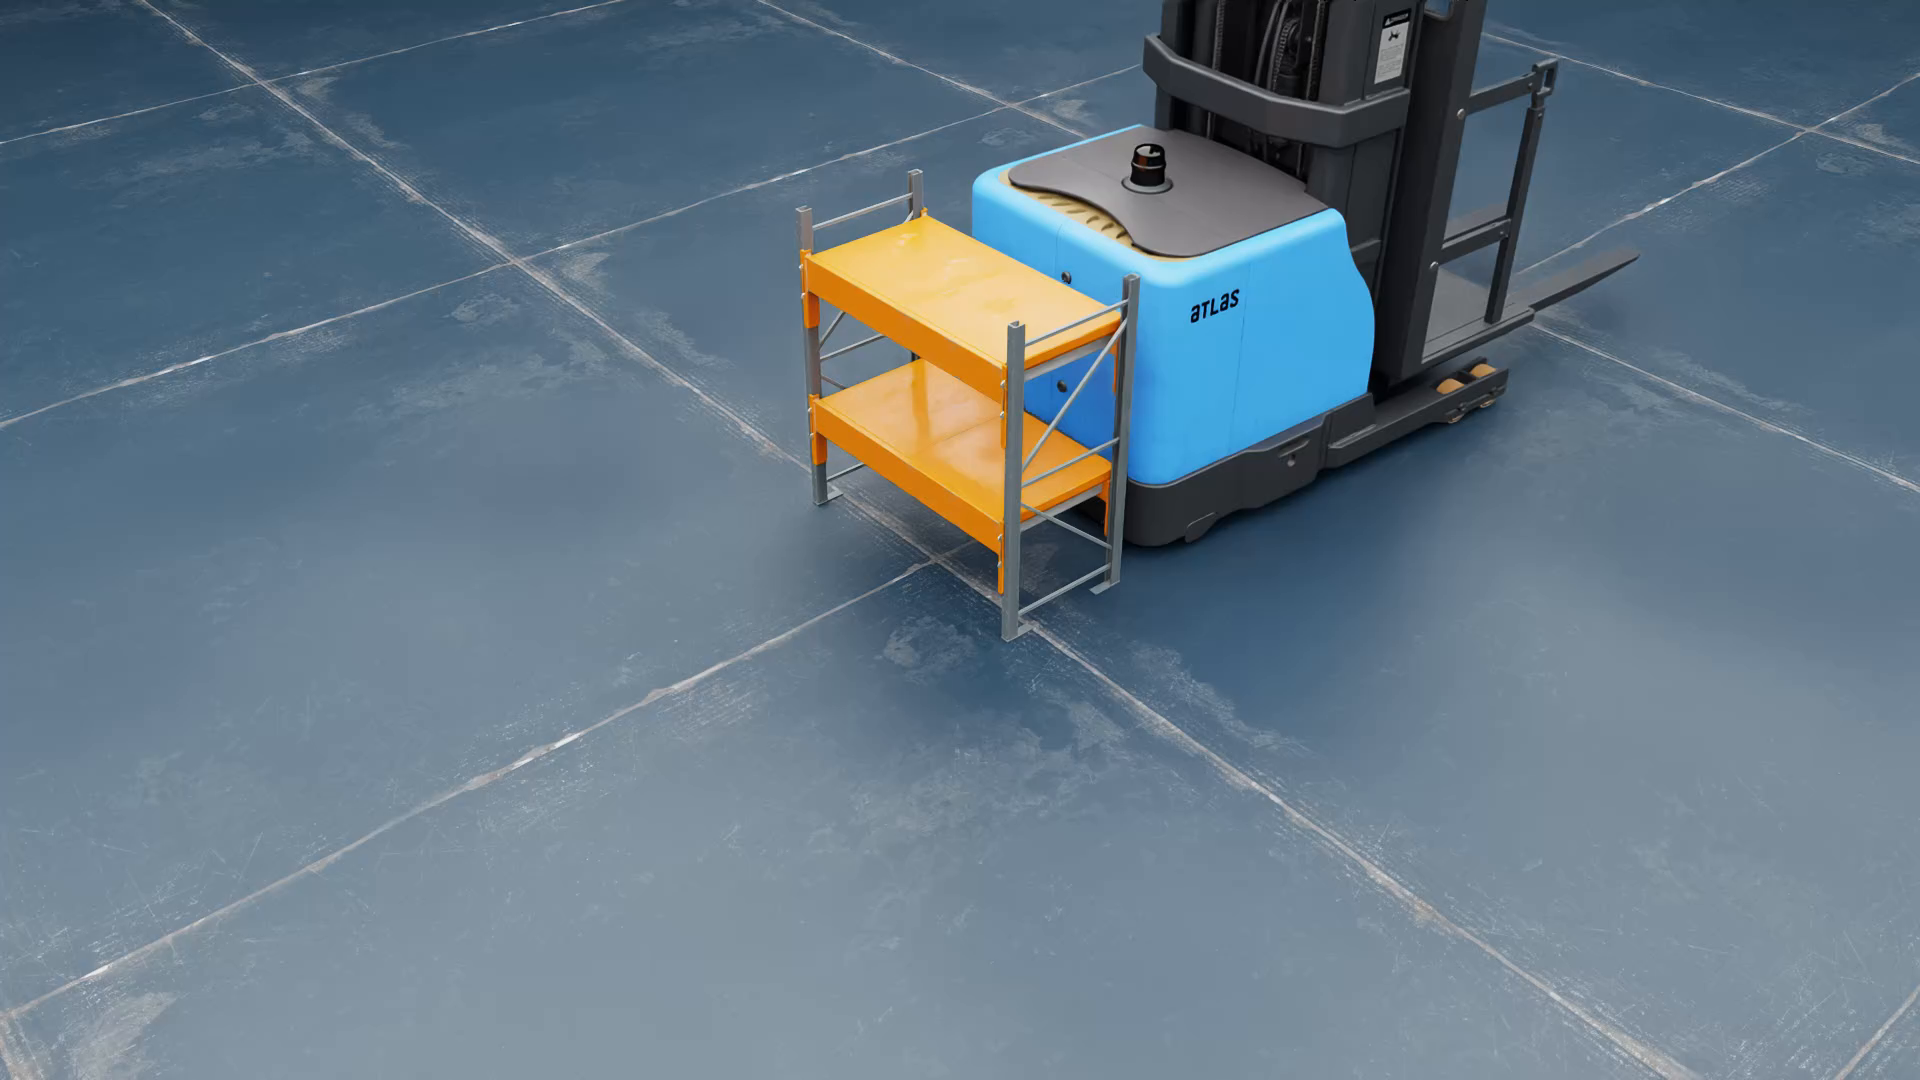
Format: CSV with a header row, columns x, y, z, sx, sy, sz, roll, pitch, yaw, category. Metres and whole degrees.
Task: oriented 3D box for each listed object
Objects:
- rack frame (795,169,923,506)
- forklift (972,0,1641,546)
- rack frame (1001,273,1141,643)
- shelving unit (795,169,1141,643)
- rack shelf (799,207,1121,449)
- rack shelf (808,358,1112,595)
x,y,z,sx,sy,sz,roll,pitch,yaw,category
-0.324,-0.680,5.738,0.500,1.125,0.032,-26,43,-32,rack frame
1.505,-1.863,5.845,3.031,2.935,1.130,-24,42,-30,forklift
0.332,-0.232,5.104,0.500,1.125,0.032,-26,43,-32,rack frame
0.004,-0.456,5.421,0.538,1.125,1.048,-26,43,-32,shelving unit
0.004,-0.695,5.252,0.538,0.278,1.000,-26,43,-32,rack shelf
0.004,-0.257,5.562,0.538,0.278,1.000,-26,43,-32,rack shelf
